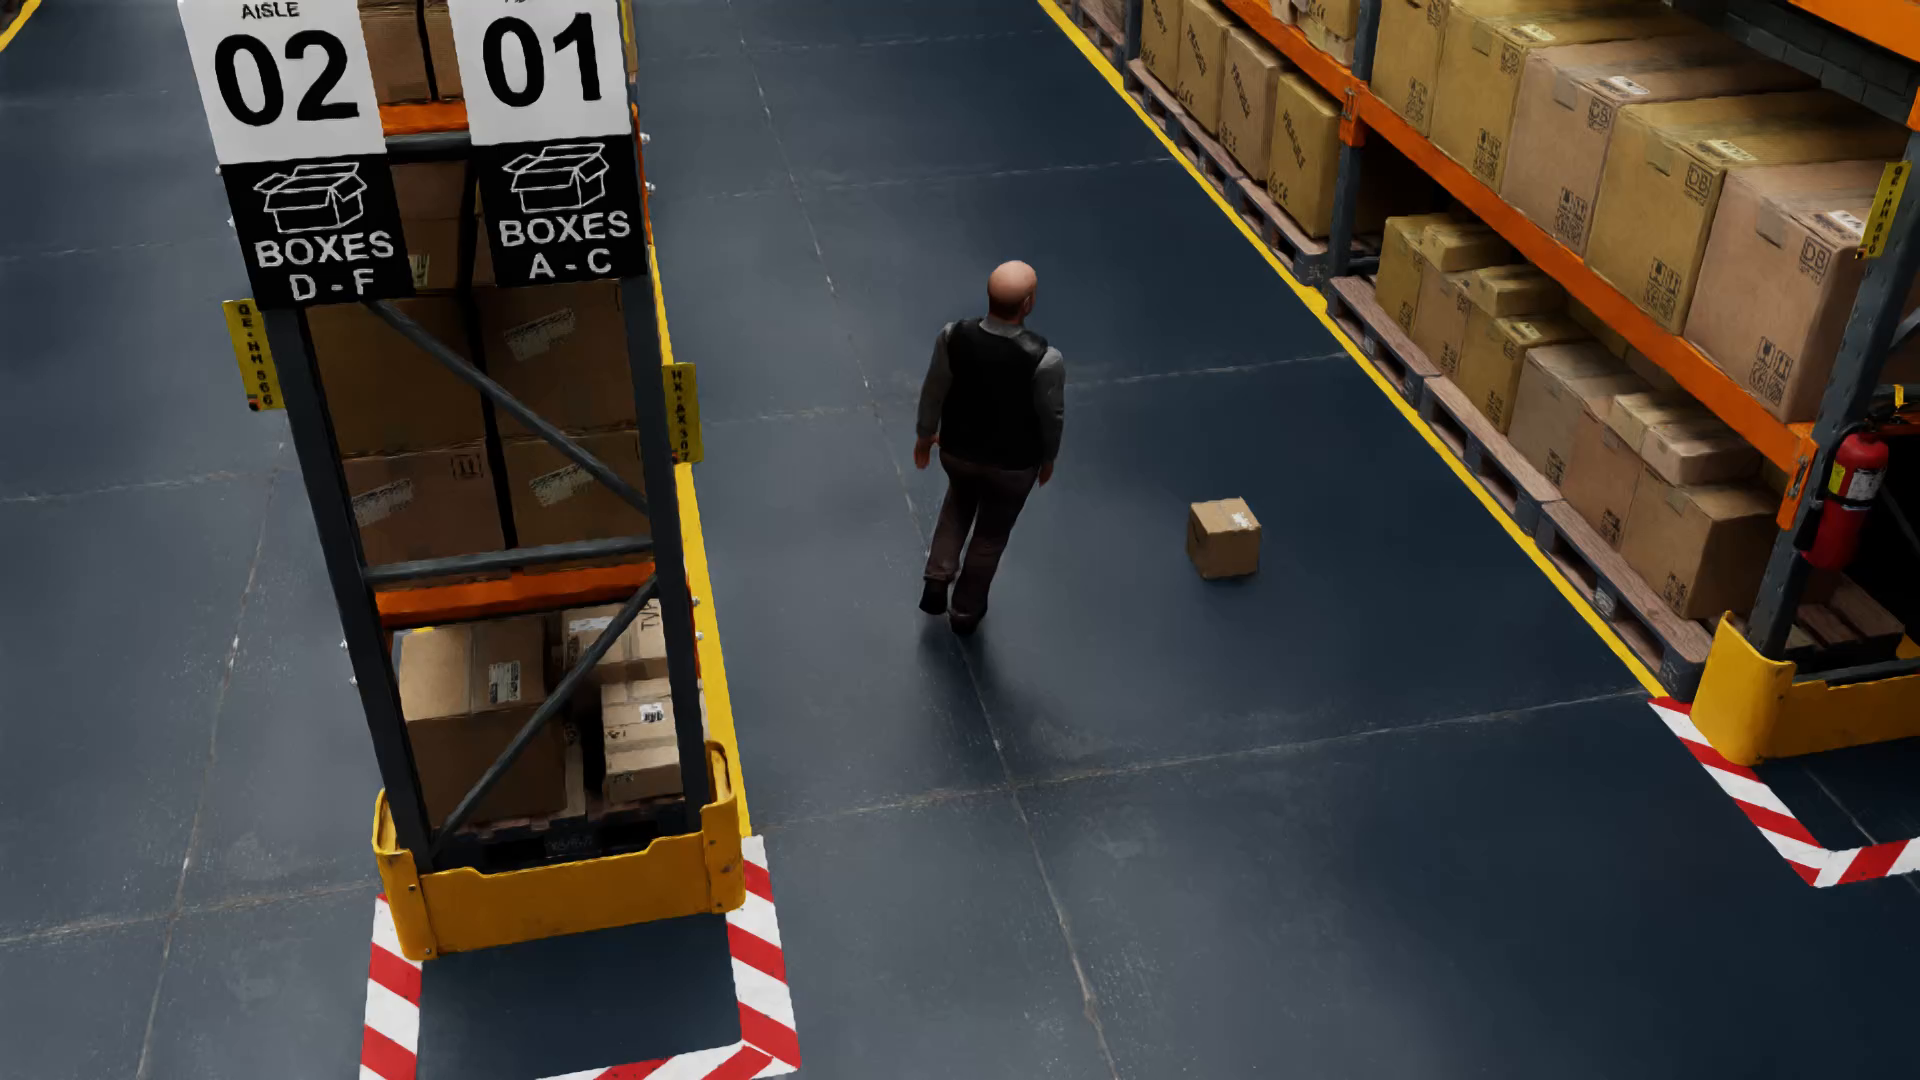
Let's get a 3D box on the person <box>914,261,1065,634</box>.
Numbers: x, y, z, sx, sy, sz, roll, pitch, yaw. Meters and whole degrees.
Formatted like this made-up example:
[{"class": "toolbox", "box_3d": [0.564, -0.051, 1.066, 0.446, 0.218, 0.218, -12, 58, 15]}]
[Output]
[{"class": "person", "box_3d": [0.135, -0.374, 6.695, 0.623, 1.704, 0.452, 12, 36, 17]}]
